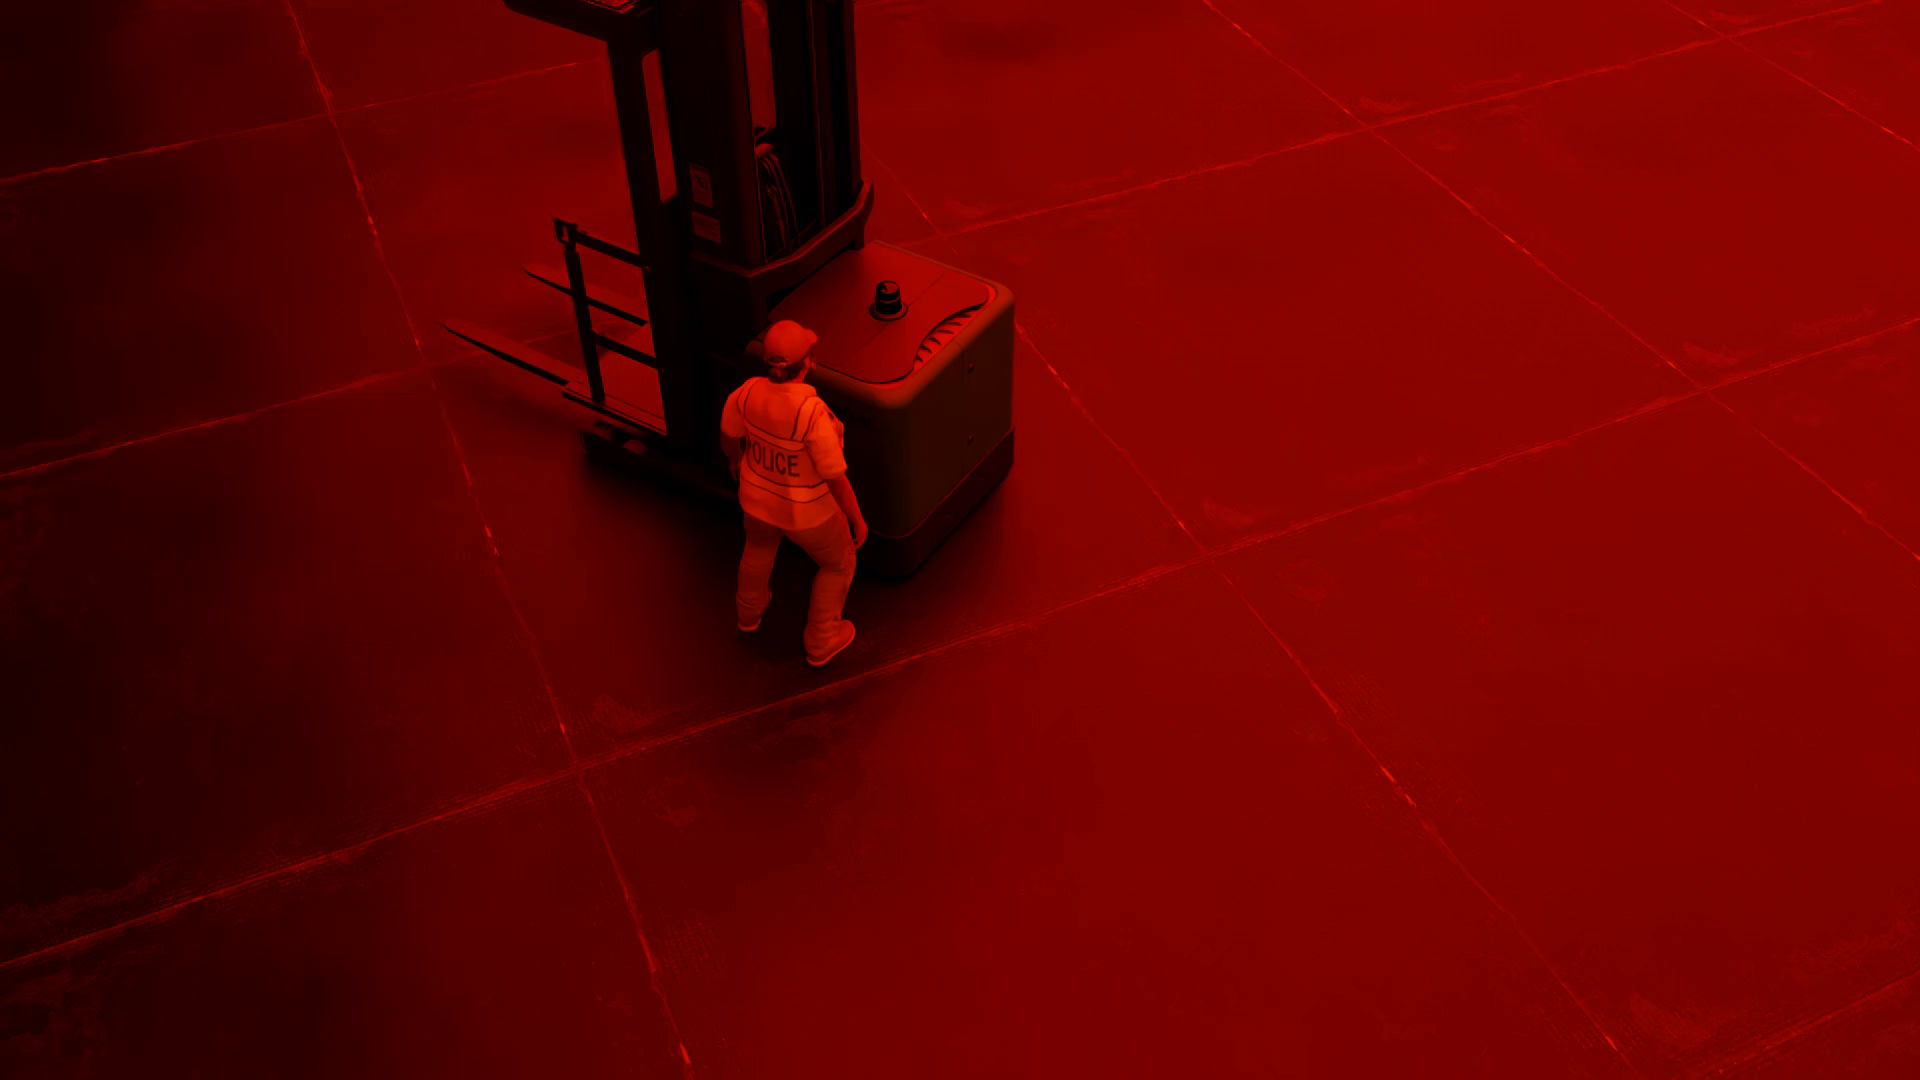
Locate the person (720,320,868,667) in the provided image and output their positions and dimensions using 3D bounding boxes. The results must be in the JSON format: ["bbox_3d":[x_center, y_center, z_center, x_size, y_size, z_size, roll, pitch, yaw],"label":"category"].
[{"bbox_3d":[-0.688,-0.190,6.831,0.723,1.643,0.426,21,47,21],"label":"person"}]

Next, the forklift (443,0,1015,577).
[{"bbox_3d":[-1.256,-1.680,7.480,3.031,2.935,1.130,23,48,23],"label":"forklift"}]
